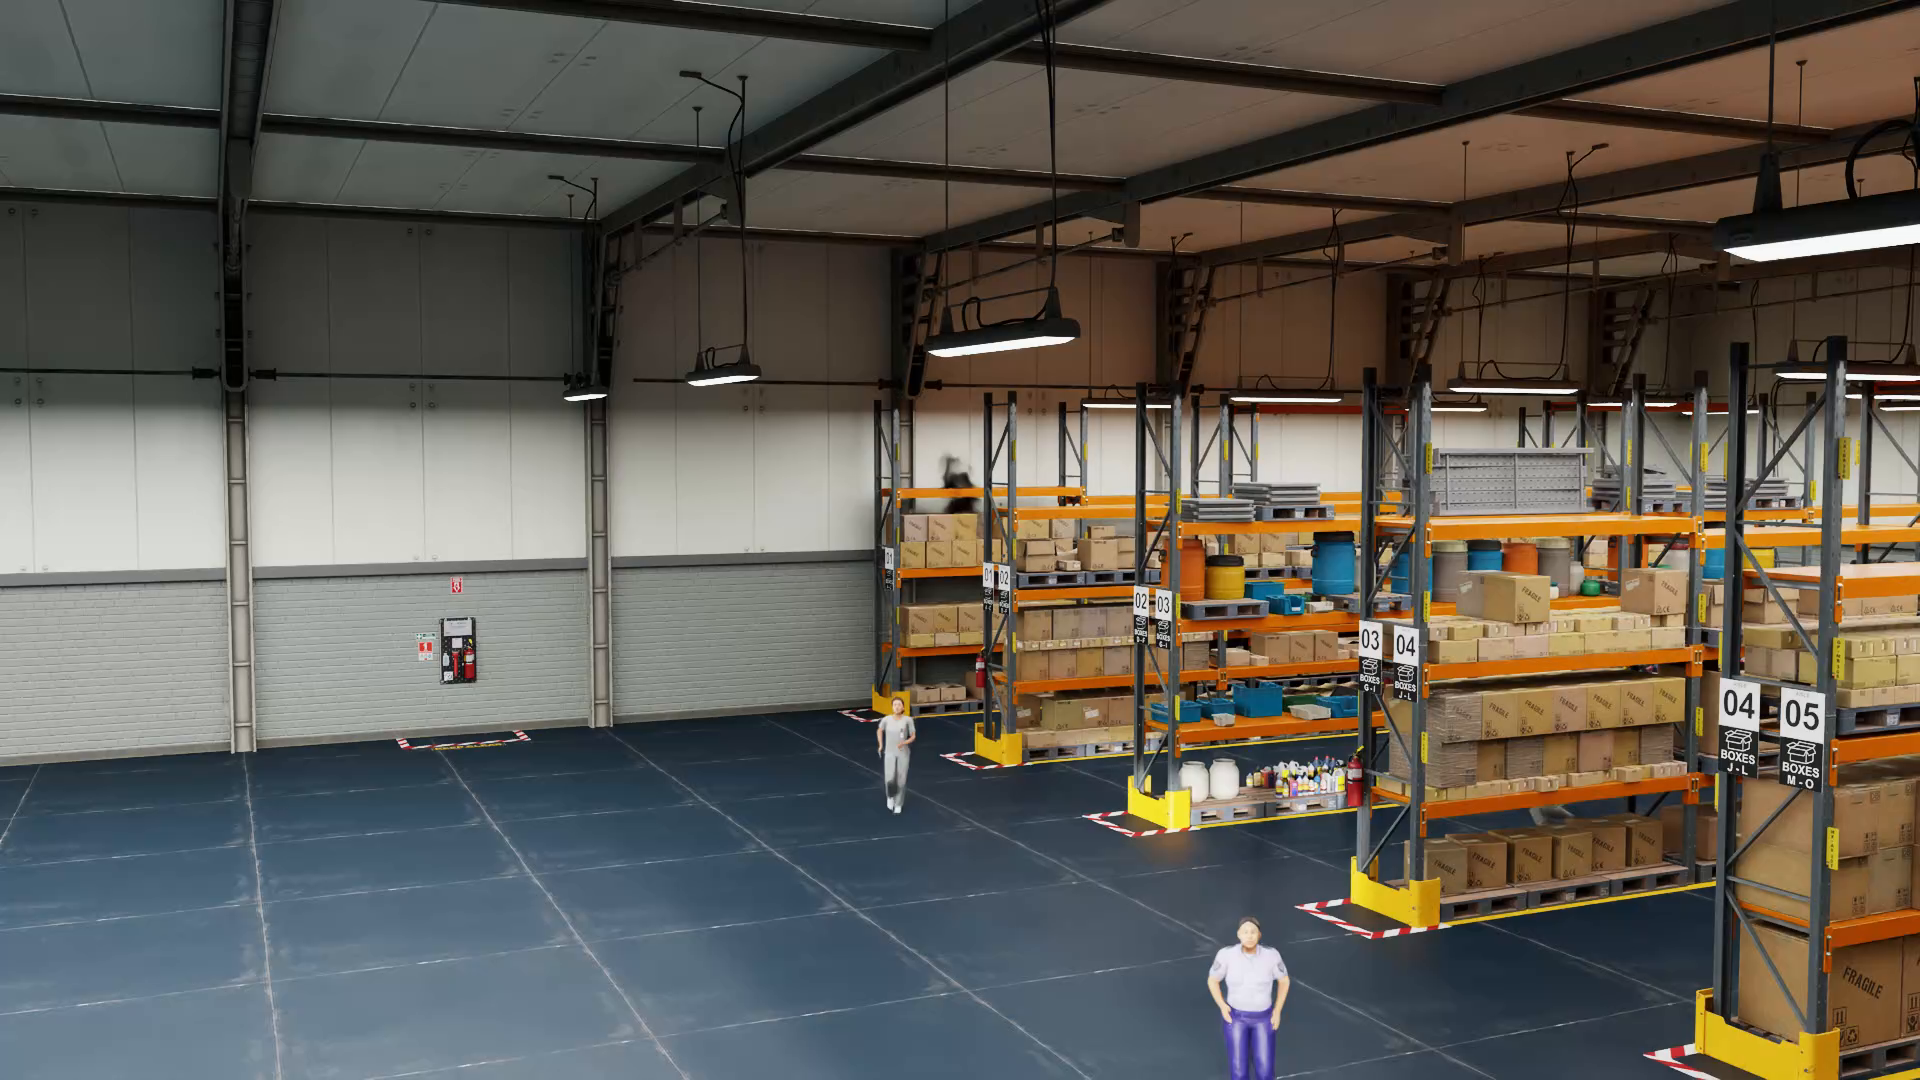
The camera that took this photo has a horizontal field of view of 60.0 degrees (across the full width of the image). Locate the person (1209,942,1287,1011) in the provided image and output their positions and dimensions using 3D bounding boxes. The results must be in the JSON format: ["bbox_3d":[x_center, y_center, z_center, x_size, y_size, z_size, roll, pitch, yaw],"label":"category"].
[{"bbox_3d":[2.174,3.721,12.582,0.585,1.422,0.425,1,3,12],"label":"person"}]

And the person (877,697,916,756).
[{"bbox_3d":[-0.888,2.598,23.063,0.552,0.832,0.551,0,3,1],"label":"person"}]

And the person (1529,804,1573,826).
[{"bbox_3d":[7.627,3.041,21.536,0.628,1.731,0.661,-2,4,-31],"label":"person"}]
